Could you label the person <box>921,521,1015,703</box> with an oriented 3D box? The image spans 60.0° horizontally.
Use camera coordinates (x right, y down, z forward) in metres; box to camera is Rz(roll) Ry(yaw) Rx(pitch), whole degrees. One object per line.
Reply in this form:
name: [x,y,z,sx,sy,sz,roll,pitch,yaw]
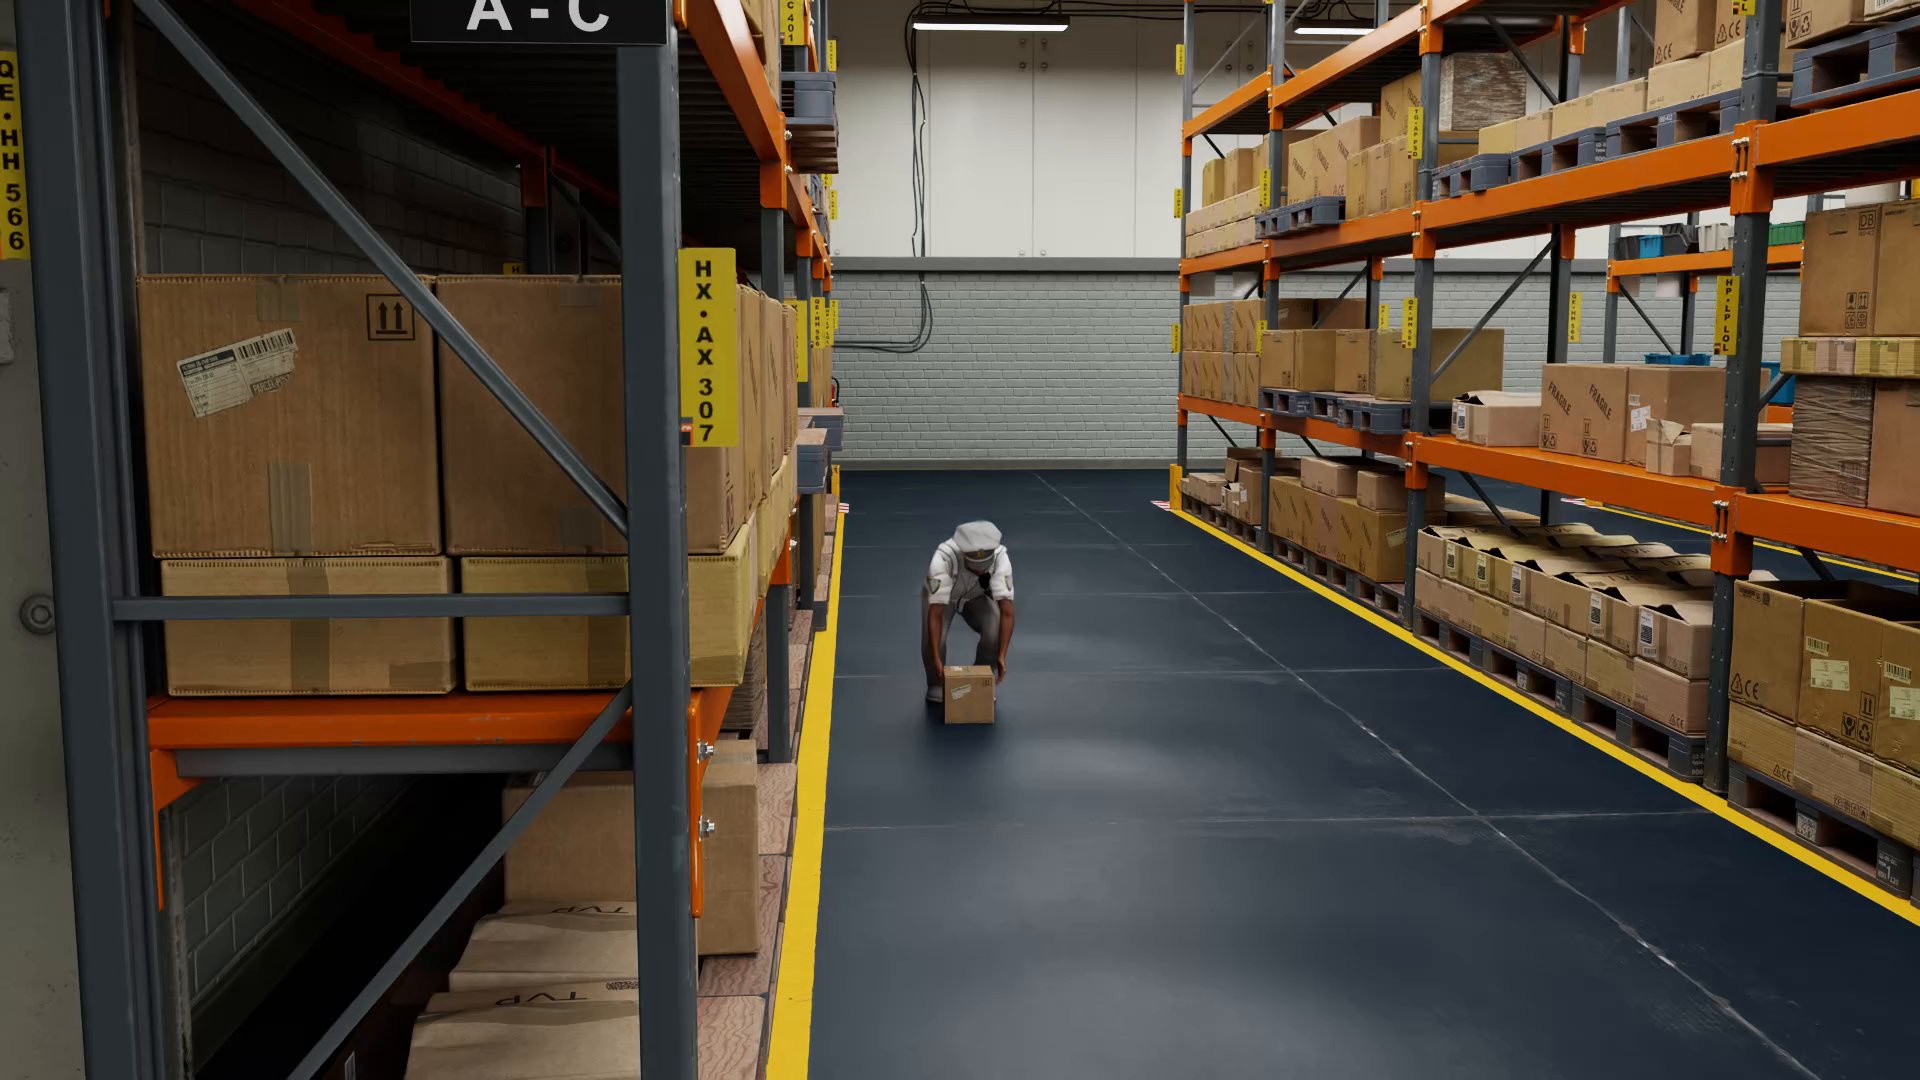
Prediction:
person: [0.034,0.379,8.868,0.488,1.011,0.850,0,7,-4]
